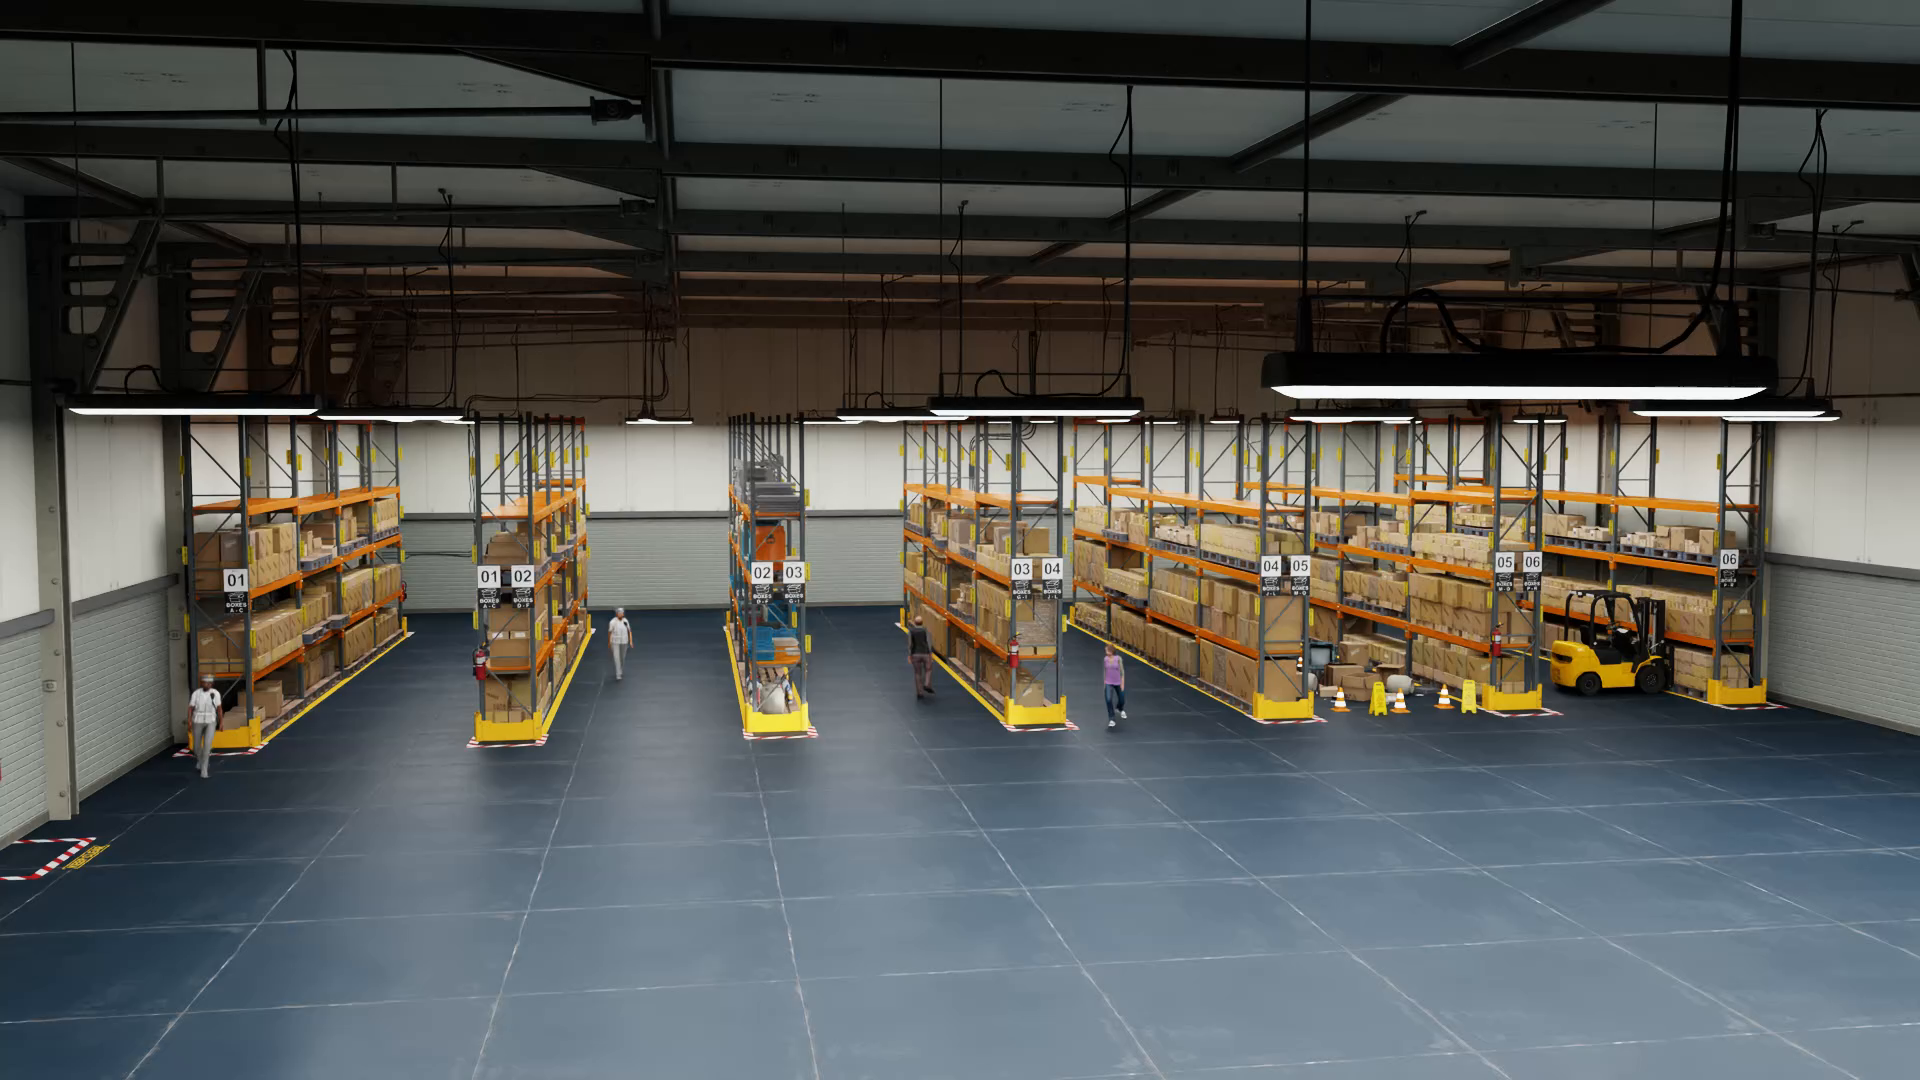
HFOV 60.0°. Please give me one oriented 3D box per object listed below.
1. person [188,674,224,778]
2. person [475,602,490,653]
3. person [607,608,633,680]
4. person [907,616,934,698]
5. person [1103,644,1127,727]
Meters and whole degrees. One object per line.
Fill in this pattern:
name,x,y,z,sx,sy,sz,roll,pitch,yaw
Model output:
person,-12.476,3.041,27.499,0.543,1.657,0.805,-2,4,-25
person,-11.996,2.090,41.857,0.459,1.524,0.972,-1,4,-11
person,-7.730,2.335,37.838,0.531,1.596,1.069,-2,4,-24
person,-0.842,2.464,35.218,0.578,1.711,0.478,0,4,-1
person,2.964,2.767,31.924,0.450,1.553,0.692,1,4,15
